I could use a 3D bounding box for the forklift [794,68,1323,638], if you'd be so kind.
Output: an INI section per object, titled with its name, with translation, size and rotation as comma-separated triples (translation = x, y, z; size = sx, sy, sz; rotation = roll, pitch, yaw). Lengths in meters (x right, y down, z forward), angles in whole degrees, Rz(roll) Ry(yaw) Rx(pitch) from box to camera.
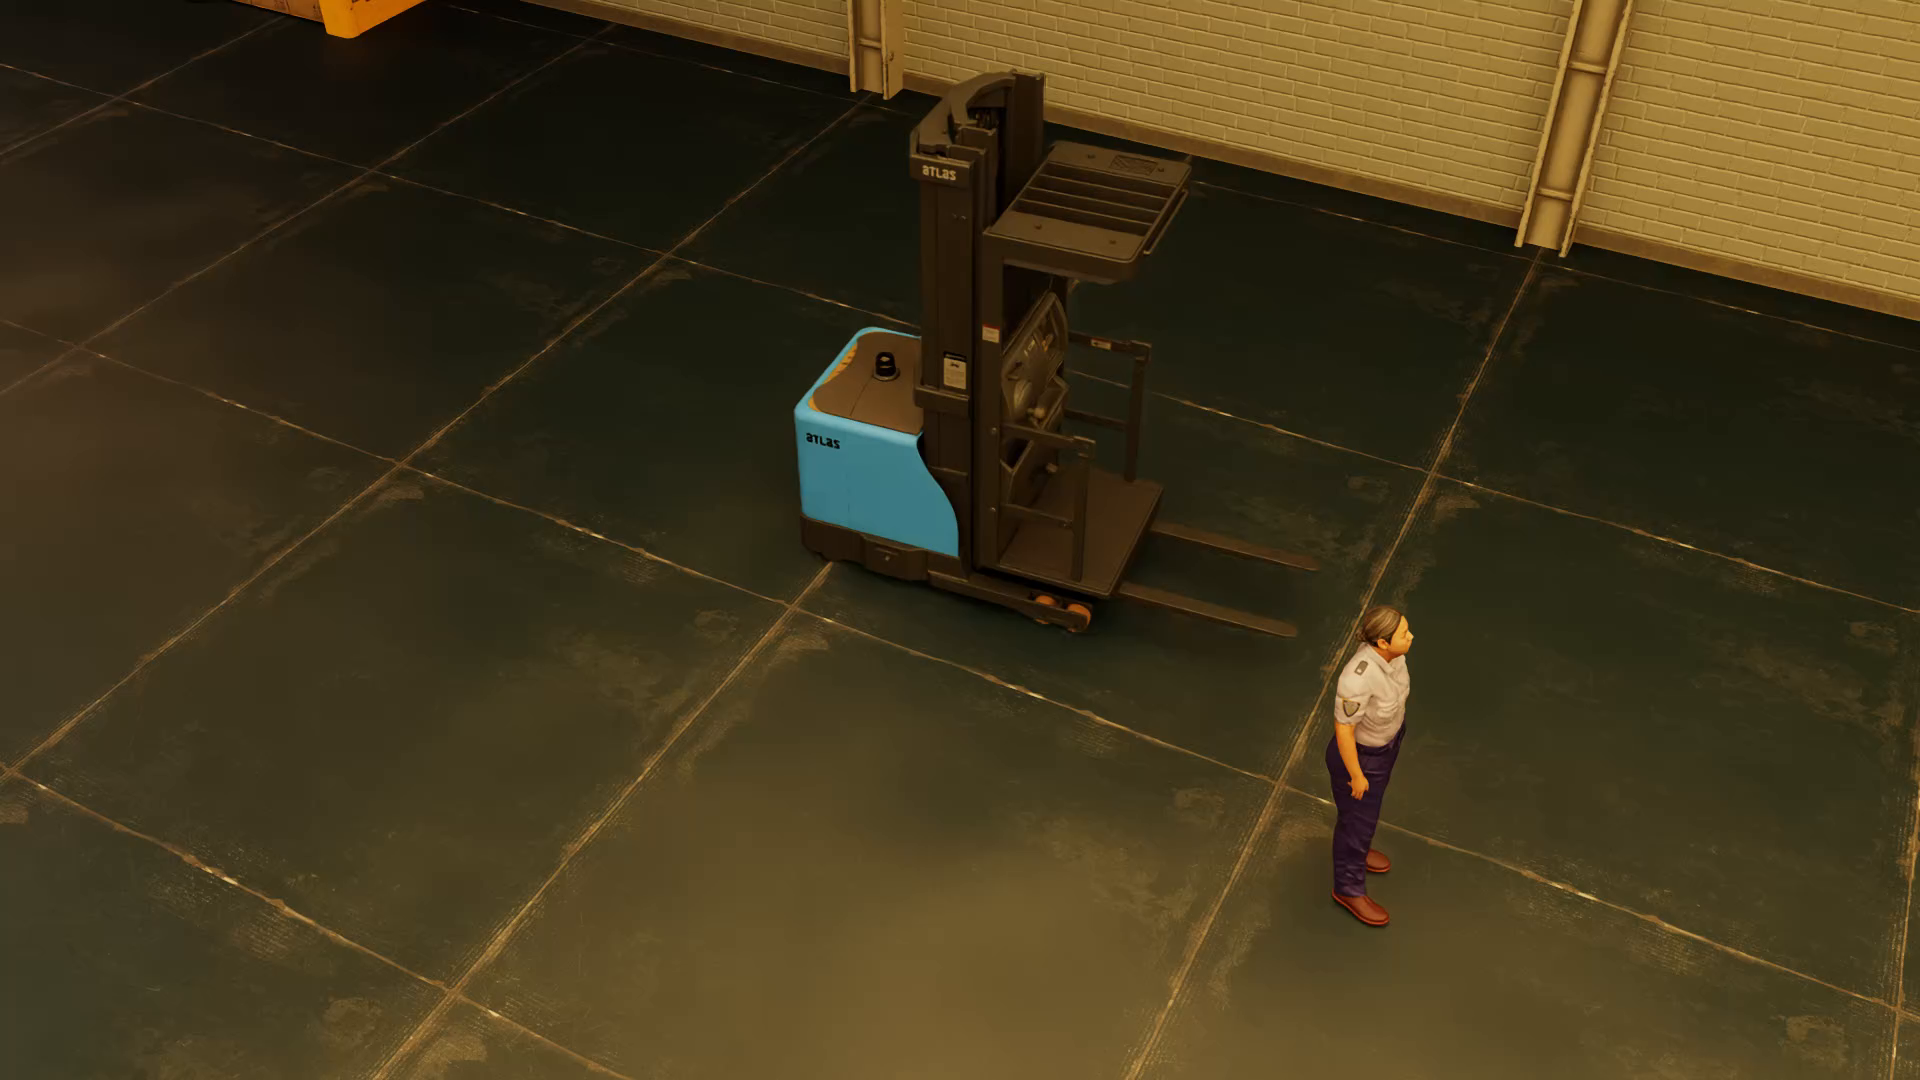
[forklift]
translation = 0.599, -0.976, 9.146
size = 3.031, 2.935, 1.130
rotation = 15, 42, 17

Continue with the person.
[person]
translation = 1.978, 1.012, 7.771
size = 0.500, 1.651, 0.594
rotation = 21, 44, 23
